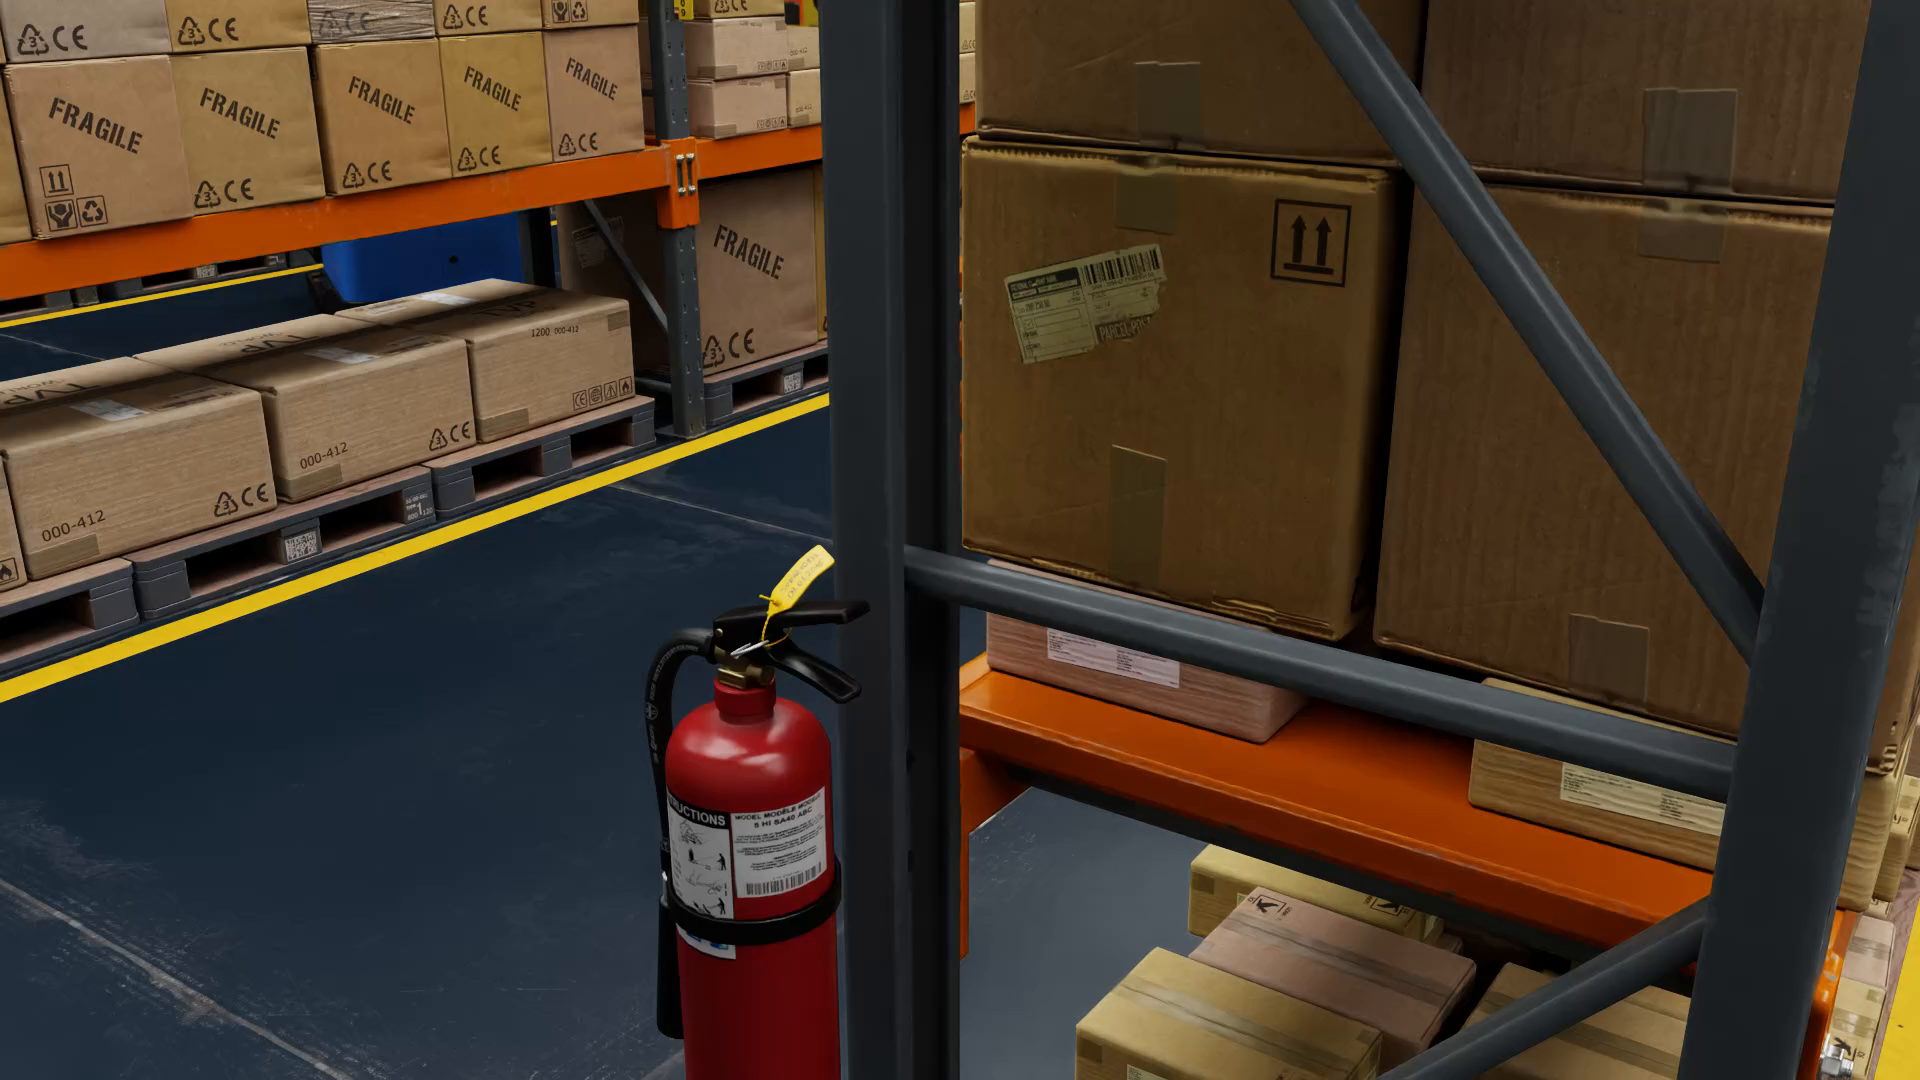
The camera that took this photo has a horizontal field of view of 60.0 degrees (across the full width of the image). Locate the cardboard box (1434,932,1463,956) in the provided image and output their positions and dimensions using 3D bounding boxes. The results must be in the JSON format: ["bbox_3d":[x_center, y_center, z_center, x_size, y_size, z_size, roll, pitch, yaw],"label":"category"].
[{"bbox_3d":[0.659,0.768,2.941,0.380,0.149,0.250,12,24,30],"label":"cardboard box"}]

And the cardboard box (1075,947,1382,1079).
[{"bbox_3d":[0.395,0.784,2.469,0.380,0.149,0.250,14,24,32],"label":"cardboard box"}]

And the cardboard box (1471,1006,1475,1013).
[{"bbox_3d":[0.839,0.846,3.157,0.380,0.149,0.250,14,24,32],"label":"cardboard box"}]

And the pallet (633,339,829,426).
[{"bbox_3d":[-1.223,-0.888,8.363,1.003,0.211,1.213,13,24,32],"label":"pallet"}]

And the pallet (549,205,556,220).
[{"bbox_3d":[-3.905,-2.560,12.882,1.003,0.211,1.213,13,24,32],"label":"pallet"}]

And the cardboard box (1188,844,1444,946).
[{"bbox_3d":[0.624,0.624,2.902,0.380,0.149,0.250,13,24,31],"label":"cardboard box"}]

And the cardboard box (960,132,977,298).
[{"bbox_3d":[-0.308,-1.871,9.457,0.875,0.875,0.875,14,24,32],"label":"cardboard box"}]

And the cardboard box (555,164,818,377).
[{"bbox_3d":[-1.313,-1.354,8.059,0.875,0.875,0.875,14,25,33],"label":"cardboard box"}]

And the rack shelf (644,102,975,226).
[{"bbox_3d":[-0.471,-2.197,8.917,1.077,0.370,4.000,13,24,32],"label":"rack shelf"}]

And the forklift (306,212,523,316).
[{"bbox_3d":[-3.407,-2.869,9.795,1.130,2.935,3.031,-9,22,-24],"label":"forklift"}]

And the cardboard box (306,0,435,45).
[{"bbox_3d":[-2.202,-1.995,5.749,0.500,0.500,0.500,14,24,33],"label":"cardboard box"}]

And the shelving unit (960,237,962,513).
[{"bbox_3d":[-0.093,-0.515,5.928,0.258,1.200,0.503,13,24,32],"label":"shelving unit"}]

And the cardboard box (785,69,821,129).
[{"bbox_3d":[-0.840,-2.113,7.871,0.500,0.250,0.500,13,24,31],"label":"cardboard box"}]

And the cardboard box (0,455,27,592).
[{"bbox_3d":[-3.555,-0.017,5.074,0.875,0.438,0.875,12,24,30],"label":"cardboard box"}]

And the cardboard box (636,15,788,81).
[{"bbox_3d":[-1.114,-2.196,7.373,0.500,0.250,0.500,12,24,30],"label":"cardboard box"}]

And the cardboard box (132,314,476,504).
[{"bbox_3d":[-2.539,-0.539,6.487,0.875,0.438,0.875,12,24,30],"label":"cardboard box"}]

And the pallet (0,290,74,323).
[{"bbox_3d":[-6.089,-1.422,9.806,1.003,0.211,1.213,13,24,32],"label":"pallet"}]

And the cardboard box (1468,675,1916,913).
[{"bbox_3d":[0.760,0.213,1.729,0.380,0.149,0.250,13,24,31],"label":"cardboard box"}]

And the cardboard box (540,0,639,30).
[{"bbox_3d":[-1.632,-2.287,6.538,0.500,0.500,0.500,13,24,31],"label":"cardboard box"}]

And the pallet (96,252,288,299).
[{"bbox_3d":[-5.276,-1.860,10.989,1.003,0.211,1.213,13,24,32],"label":"pallet"}]

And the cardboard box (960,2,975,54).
[{"bbox_3d":[-0.256,-2.636,8.563,0.500,0.250,0.500,12,24,30],"label":"cardboard box"}]

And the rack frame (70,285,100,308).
[{"bbox_3d":[-5.702,-2.927,9.855,1.000,3.000,0.127,13,24,32],"label":"rack frame"}]

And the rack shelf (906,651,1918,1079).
[{"bbox_3d":[1.431,-0.113,3.283,1.077,0.370,4.000,13,24,32],"label":"rack shelf"}]

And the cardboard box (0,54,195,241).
[{"bbox_3d":[-2.774,-1.234,5.134,0.500,0.500,0.500,13,24,32],"label":"cardboard box"}]

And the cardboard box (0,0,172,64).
[{"bbox_3d":[-2.770,-1.709,4.977,0.500,0.500,0.500,13,24,31],"label":"cardboard box"}]

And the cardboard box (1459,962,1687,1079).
[{"bbox_3d":[0.938,0.798,2.430,0.380,0.149,0.250,14,24,33],"label":"cardboard box"}]

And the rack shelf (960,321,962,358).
[{"bbox_3d":[-0.093,-0.662,5.874,0.258,0.148,0.480,13,24,32],"label":"rack shelf"}]

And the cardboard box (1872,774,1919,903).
[{"bbox_3d":[1.606,0.519,3.184,0.380,0.149,0.250,14,24,33],"label":"cardboard box"}]

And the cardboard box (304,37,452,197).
[{"bbox_3d":[-2.199,-1.528,5.929,0.500,0.500,0.500,13,24,31],"label":"cardboard box"}]

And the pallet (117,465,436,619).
[{"bbox_3d":[-2.772,-0.098,6.226,1.003,0.211,1.213,13,24,32],"label":"pallet"}]

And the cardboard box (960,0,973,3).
[{"bbox_3d":[-0.277,-2.991,8.441,0.500,0.500,0.500,13,24,31],"label":"cardboard box"}]

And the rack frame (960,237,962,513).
[{"bbox_3d":[0.044,-0.585,6.118,0.240,1.200,0.015,13,24,32],"label":"rack frame"}]

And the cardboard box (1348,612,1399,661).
[{"bbox_3d":[0.428,0.029,2.225,0.380,0.149,0.250,13,24,32],"label":"cardboard box"}]

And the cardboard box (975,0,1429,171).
[{"bbox_3d":[0.359,-0.711,1.850,0.500,0.500,0.500,13,24,31],"label":"cardboard box"}]

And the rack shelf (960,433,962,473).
[{"bbox_3d":[-0.093,-0.266,6.021,0.258,0.148,0.480,13,24,32],"label":"rack shelf"}]

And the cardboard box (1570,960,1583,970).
[{"bbox_3d":[1.257,0.664,2.794,0.380,0.149,0.250,12,23,29],"label":"cardboard box"}]

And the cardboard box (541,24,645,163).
[{"bbox_3d":[-1.644,-1.824,6.729,0.500,0.500,0.500,14,24,32],"label":"cardboard box"}]

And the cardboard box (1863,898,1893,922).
[{"bbox_3d":[1.725,0.730,3.473,0.380,0.149,0.250,13,24,32],"label":"cardboard box"}]

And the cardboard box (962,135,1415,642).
[{"bbox_3d":[0.347,-0.242,2.022,0.500,0.500,0.500,14,24,33],"label":"cardboard box"}]
